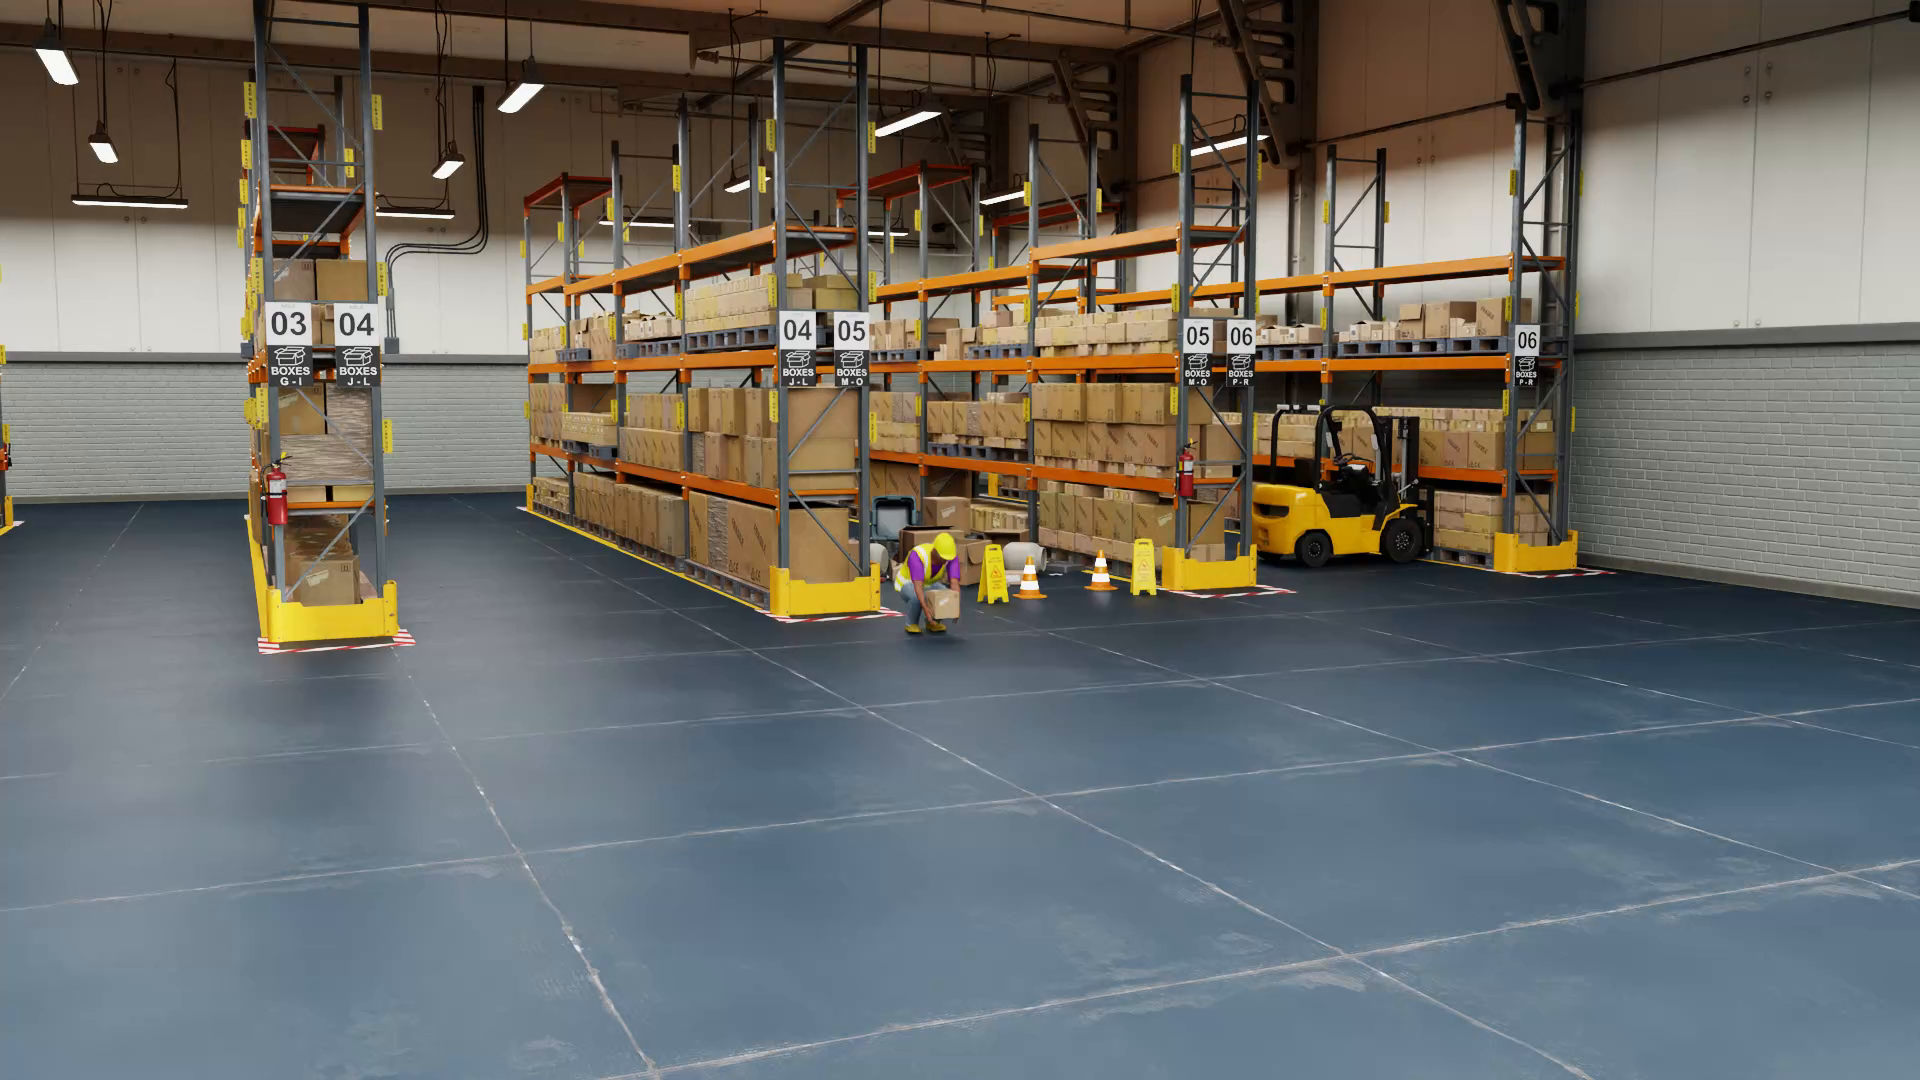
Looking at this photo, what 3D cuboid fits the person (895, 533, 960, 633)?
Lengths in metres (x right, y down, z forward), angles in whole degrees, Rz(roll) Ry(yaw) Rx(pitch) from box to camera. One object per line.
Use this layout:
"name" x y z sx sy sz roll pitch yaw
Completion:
"person" -0.294 0.411 16.352 0.553 1.011 0.823 -2 6 -25
